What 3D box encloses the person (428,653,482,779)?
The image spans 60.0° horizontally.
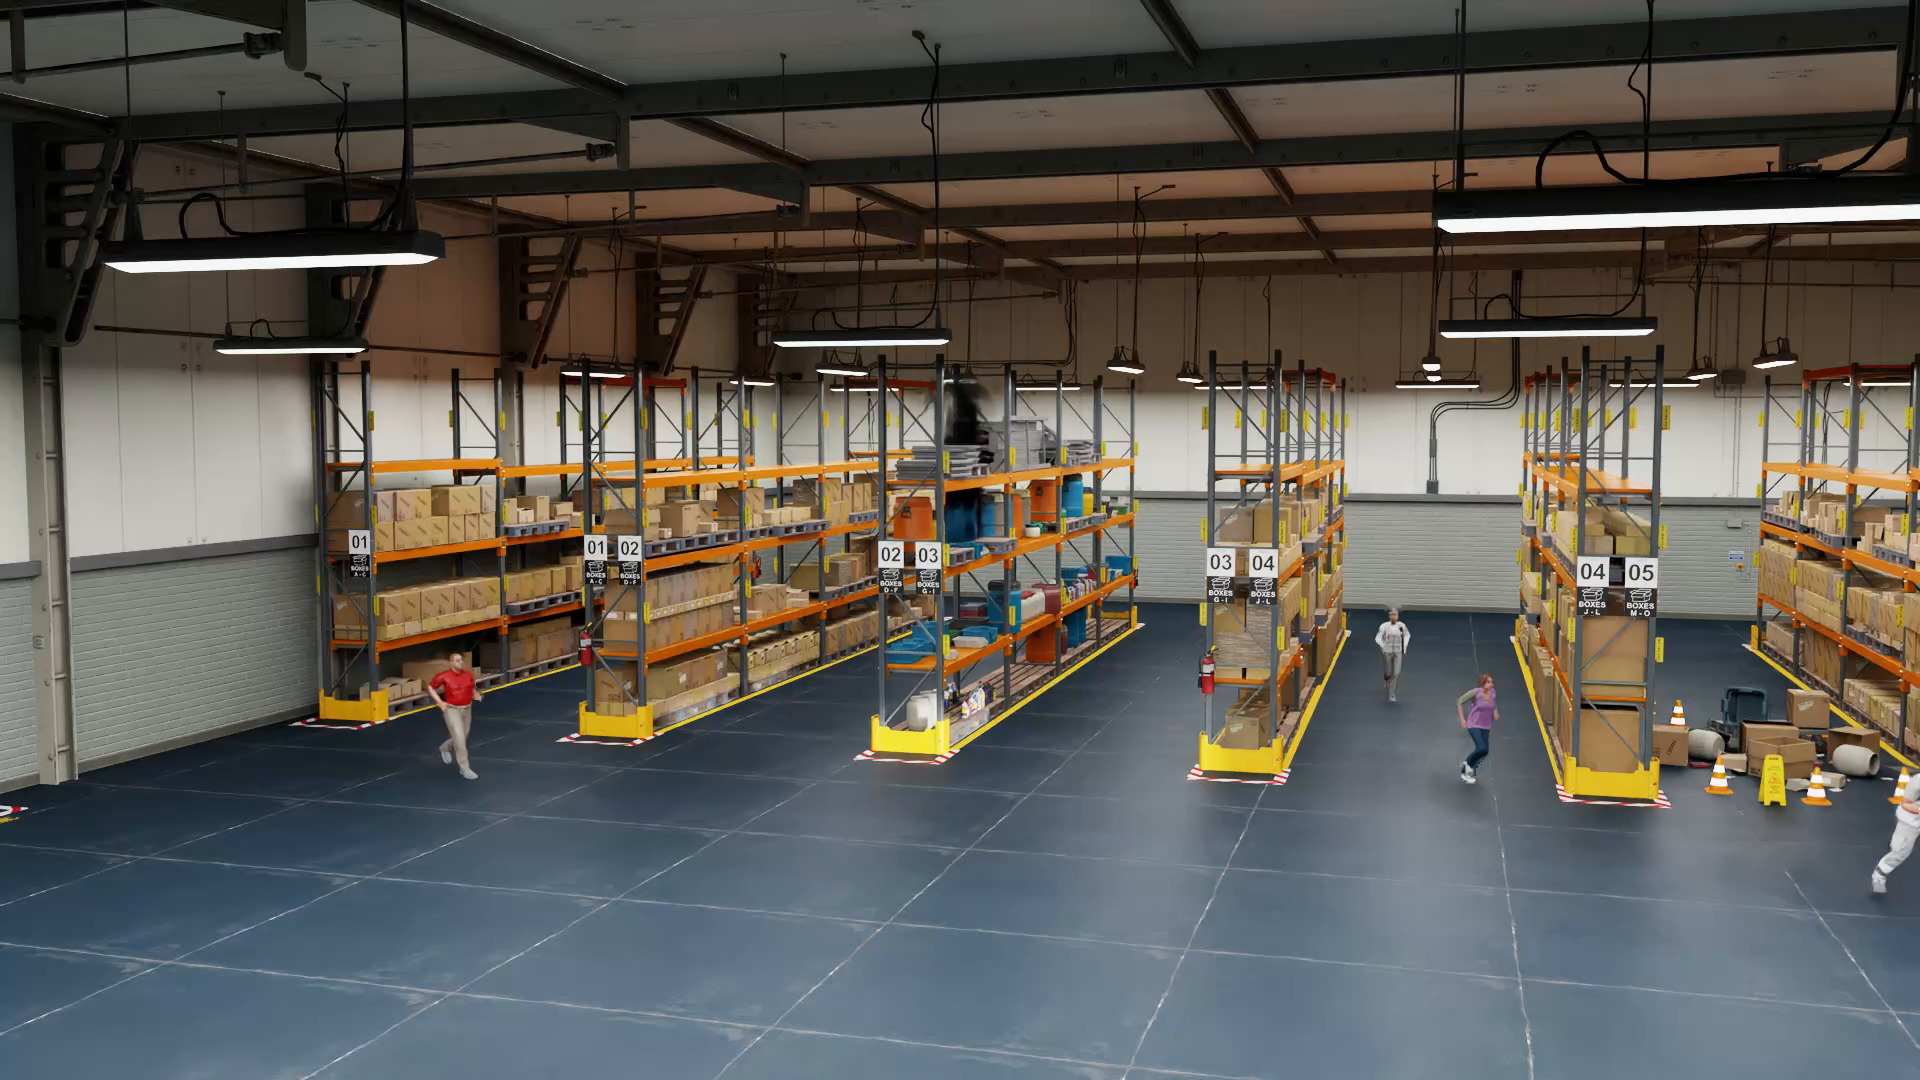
[{"bbox_3d":[-7.137,2.467,23.561,0.956,1.738,0.664,3,5,38],"label":"person"}]

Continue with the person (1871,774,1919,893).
[{"bbox_3d":[9.833,2.973,17.067,0.707,1.720,1.002,-1,4,-15],"label":"person"}]

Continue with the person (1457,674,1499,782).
[{"bbox_3d":[7.150,2.588,22.859,0.503,1.540,0.659,-2,4,-24],"label":"person"}]

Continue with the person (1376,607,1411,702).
[{"bbox_3d":[7.820,2.047,30.031,0.627,1.698,0.761,1,4,8],"label":"person"}]
